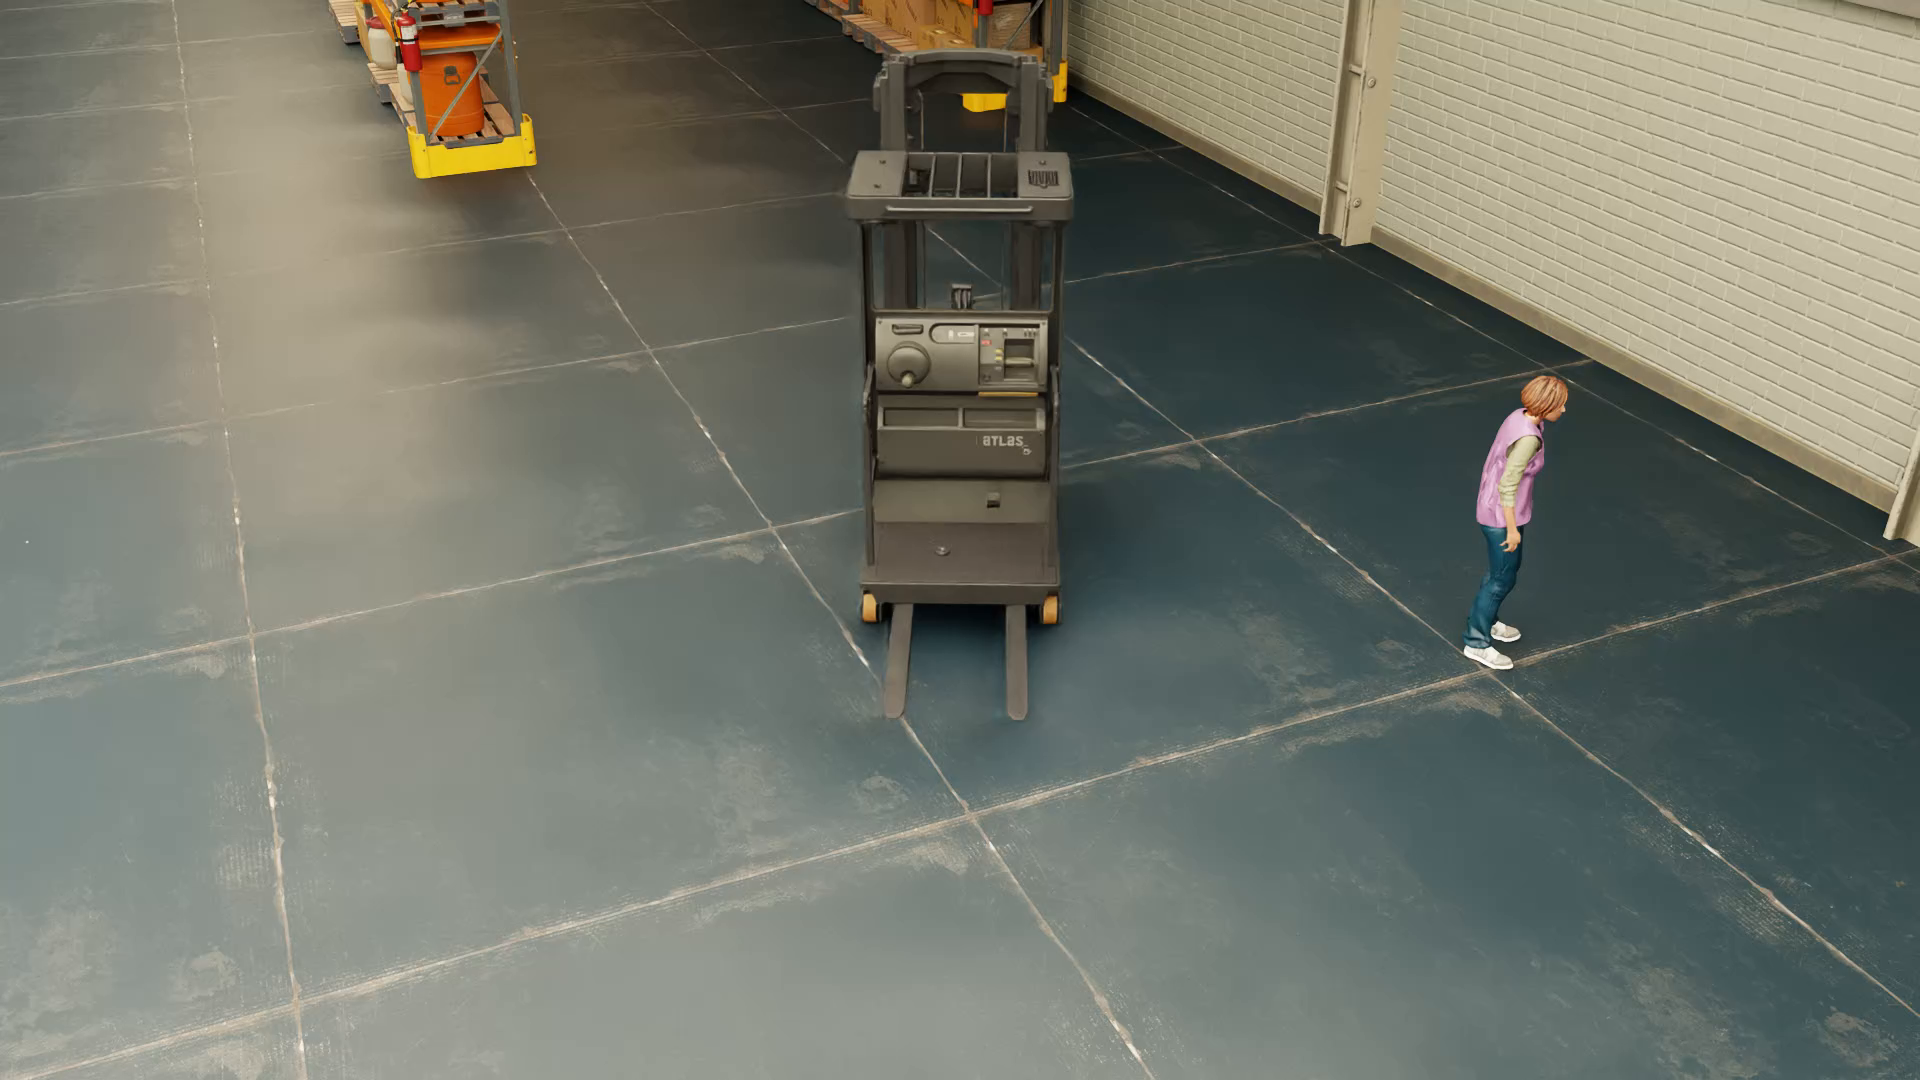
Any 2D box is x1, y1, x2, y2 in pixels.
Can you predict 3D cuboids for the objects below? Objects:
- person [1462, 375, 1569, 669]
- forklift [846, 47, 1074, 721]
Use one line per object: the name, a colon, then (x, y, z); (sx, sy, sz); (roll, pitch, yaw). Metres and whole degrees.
person: (2.867, -0.120, 8.680); (0.346, 1.591, 0.480); (10, 31, 17)
forklift: (0.007, -0.960, 8.798); (1.130, 2.935, 3.031); (1, 30, 1)
